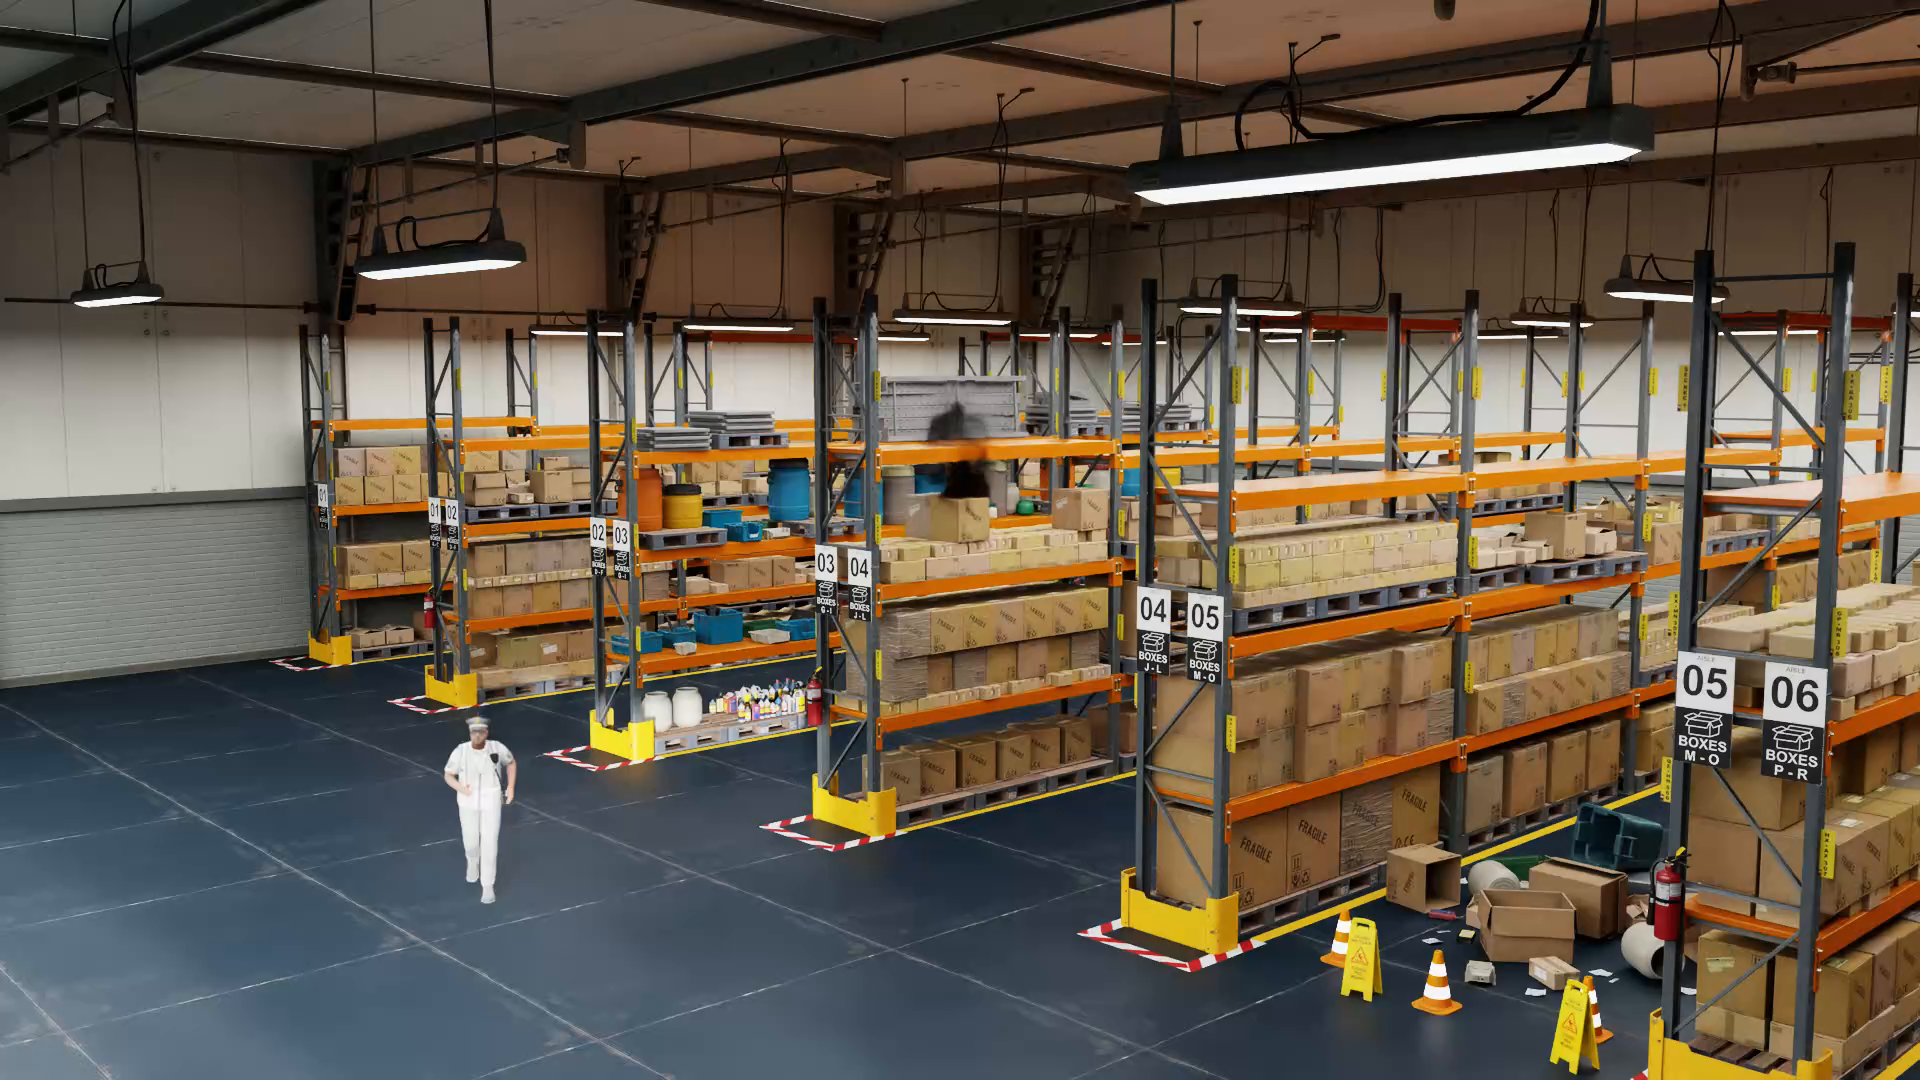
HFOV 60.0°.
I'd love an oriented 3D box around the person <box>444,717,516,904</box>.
[{"bbox_3d":[-4.757,2.621,16.516,0.686,1.806,0.867,-1,6,-14],"label":"person"}]
